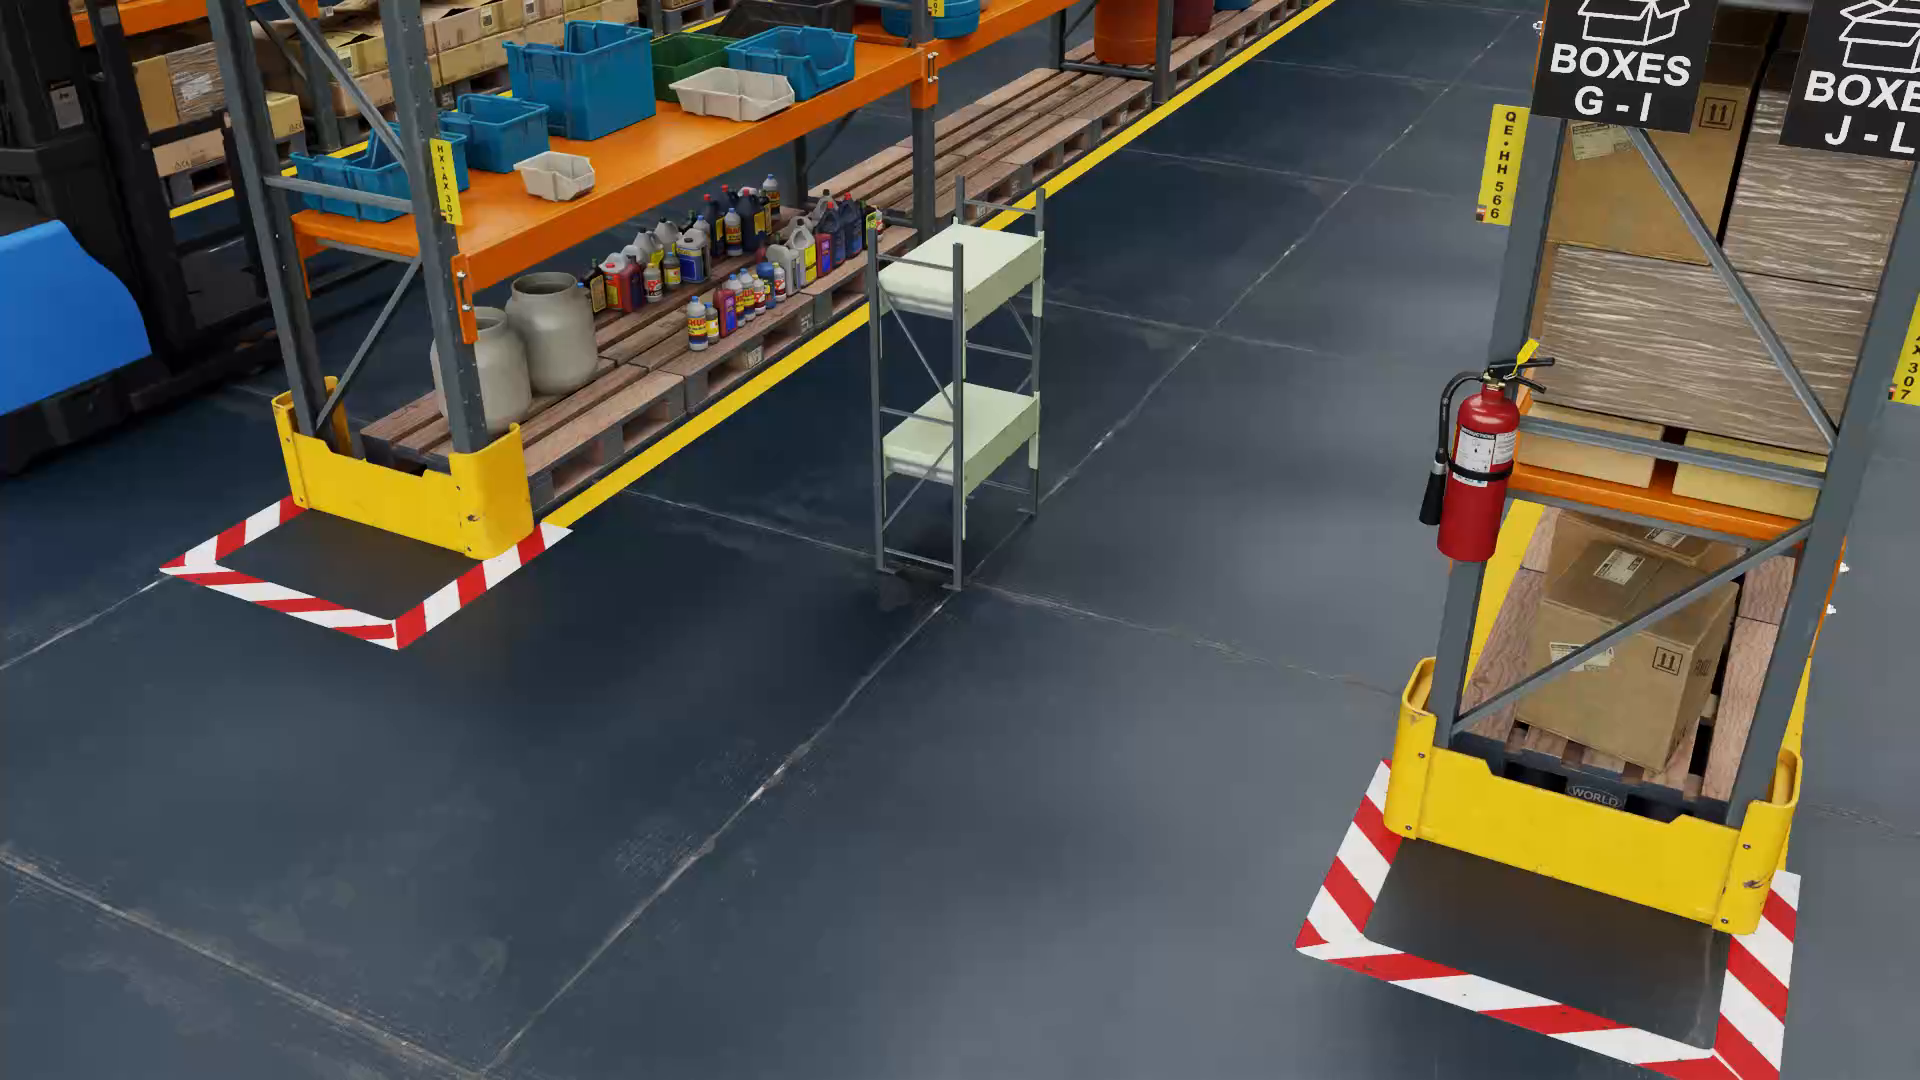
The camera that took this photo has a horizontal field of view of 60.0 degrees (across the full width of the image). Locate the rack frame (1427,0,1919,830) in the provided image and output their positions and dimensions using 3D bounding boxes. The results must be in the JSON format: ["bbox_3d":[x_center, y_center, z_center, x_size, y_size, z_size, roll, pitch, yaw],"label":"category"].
[{"bbox_3d":[1.965,-0.245,4.665,1.000,3.000,0.127,14,33,23],"label":"rack frame"}]

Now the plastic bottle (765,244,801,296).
[{"bbox_3d":[-0.970,-1.502,9.146,0.152,0.276,0.135,15,33,24],"label":"plastic bottle"}]

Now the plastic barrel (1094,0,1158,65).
[{"bbox_3d":[1.408,-4.377,13.618,0.600,0.830,0.708,14,33,23],"label":"plastic barrel"}]

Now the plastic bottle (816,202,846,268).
[{"bbox_3d":[-0.746,-1.748,9.501,0.144,0.351,0.185,13,32,21],"label":"plastic bottle"}]

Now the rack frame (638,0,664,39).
[{"bbox_3d":[-3.207,-6.041,14.757,1.000,3.000,0.127,14,33,23],"label":"rack frame"}]

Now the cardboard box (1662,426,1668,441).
[{"bbox_3d":[2.026,-0.420,5.222,0.380,0.149,0.250,14,33,23],"label":"cardboard box"}]

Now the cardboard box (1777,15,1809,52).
[{"bbox_3d":[2.693,-1.253,5.017,0.500,0.500,0.500,14,33,23],"label":"cardboard box"}]

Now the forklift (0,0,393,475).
[{"bbox_3d":[-4.226,-2.244,8.214,1.130,2.935,3.031,15,33,25],"label":"forklift"}]

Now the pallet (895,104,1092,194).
[{"bbox_3d":[0.256,-2.833,11.971,1.003,0.211,1.213,14,33,23],"label":"pallet"}]

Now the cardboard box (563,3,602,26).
[{"bbox_3d":[-3.461,-4.513,14.436,0.500,0.250,0.500,14,33,23],"label":"cardboard box"}]

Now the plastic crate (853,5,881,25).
[{"bbox_3d":[-0.673,-3.454,10.188,0.402,0.464,0.583,14,33,23],"label":"plastic crate"}]

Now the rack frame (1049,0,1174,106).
[{"bbox_3d":[1.201,-4.915,12.798,1.000,3.000,0.127,14,33,23],"label":"rack frame"}]

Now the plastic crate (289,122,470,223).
[{"bbox_3d":[-2.482,-1.594,7.163,0.499,0.251,0.616,14,33,23],"label":"plastic crate"}]

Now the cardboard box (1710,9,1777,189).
[{"bbox_3d":[2.219,-1.374,5.228,0.500,0.500,0.500,14,33,23],"label":"cardboard box"}]

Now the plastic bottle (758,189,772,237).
[{"bbox_3d":[-1.185,-1.940,9.902,0.061,0.283,0.133,14,33,23],"label":"plastic bottle"}]

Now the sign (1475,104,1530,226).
[{"bbox_3d":[1.480,-1.019,4.533,0.100,0.325,0.005,14,33,23],"label":"sign"}]

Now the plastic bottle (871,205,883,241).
[{"bbox_3d":[-0.509,-1.888,9.894,0.097,0.201,0.097,0,30,0],"label":"plastic bottle"}]

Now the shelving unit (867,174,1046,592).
[{"bbox_3d":[-0.003,-0.647,6.871,0.431,1.500,0.755,14,33,23],"label":"shelving unit"}]

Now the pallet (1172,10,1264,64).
[{"bbox_3d":[2.080,-4.604,15.055,1.003,0.211,1.213,14,33,23],"label":"pallet"}]

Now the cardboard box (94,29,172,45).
[{"bbox_3d":[-5.740,-3.225,11.439,0.500,0.500,0.500,14,33,23],"label":"cardboard box"}]

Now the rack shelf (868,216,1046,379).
[{"bbox_3d":[-0.003,-0.986,6.677,0.431,0.370,0.720,14,33,23],"label":"rack shelf"}]

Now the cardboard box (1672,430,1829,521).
[{"bbox_3d":[2.308,-0.209,4.854,0.380,0.149,0.250,14,33,23],"label":"cardboard box"}]

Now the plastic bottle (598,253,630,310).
[{"bbox_3d":[-1.858,-1.398,8.965,0.152,0.276,0.135,15,33,24],"label":"plastic bottle"}]

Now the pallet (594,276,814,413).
[{"bbox_3d":[-1.519,-1.102,8.957,1.003,0.211,1.213,14,33,23],"label":"pallet"}]

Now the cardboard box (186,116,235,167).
[{"bbox_3d":[-5.283,-2.783,11.423,0.500,0.250,0.500,14,33,23],"label":"cardboard box"}]

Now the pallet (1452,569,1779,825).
[{"bbox_3d":[2.402,0.578,6.031,1.003,0.211,1.213,14,33,23],"label":"pallet"}]

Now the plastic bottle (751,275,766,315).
[{"bbox_3d":[-1.094,-1.320,8.904,0.097,0.201,0.097,0,30,0],"label":"plastic bottle"}]

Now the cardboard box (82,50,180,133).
[{"bbox_3d":[-5.509,-2.886,10.850,0.500,0.500,0.500,14,33,23],"label":"cardboard box"}]

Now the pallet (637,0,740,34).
[{"bbox_3d":[-2.833,-5.154,16.013,1.003,0.211,1.213,14,33,23],"label":"pallet"}]

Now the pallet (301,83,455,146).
[{"bbox_3d":[-4.728,-3.394,12.948,1.003,0.211,1.213,14,33,23],"label":"pallet"}]

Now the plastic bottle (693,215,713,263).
[{"bbox_3d":[-1.478,-1.729,9.546,0.097,0.271,0.097,0,30,0],"label":"plastic bottle"}]

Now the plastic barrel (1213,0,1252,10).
[{"bbox_3d":[2.437,-5.410,15.344,0.600,0.901,0.708,14,33,23],"label":"plastic barrel"}]

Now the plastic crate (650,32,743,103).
[{"bbox_3d":[-1.491,-2.513,8.826,0.450,0.188,0.662,14,33,23],"label":"plastic crate"}]

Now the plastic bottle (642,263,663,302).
[{"bbox_3d":[-1.675,-1.407,9.056,0.097,0.201,0.097,0,30,0],"label":"plastic bottle"}]

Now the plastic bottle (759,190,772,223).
[{"bbox_3d":[-1.203,-2.033,10.146,0.097,0.201,0.097,0,30,0],"label":"plastic bottle"}]

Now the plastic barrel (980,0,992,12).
[{"bbox_3d":[0.009,-3.576,10.328,0.433,0.535,0.433,0,30,0],"label":"plastic barrel"}]

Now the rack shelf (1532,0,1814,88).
[{"bbox_3d":[2.877,-2.121,5.641,1.077,0.370,4.000,14,33,23],"label":"rack shelf"}]

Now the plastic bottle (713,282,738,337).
[{"bbox_3d":[-1.221,-1.211,8.633,0.061,0.283,0.133,15,33,24],"label":"plastic bottle"}]

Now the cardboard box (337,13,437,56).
[{"bbox_3d":[-4.387,-3.848,12.715,0.500,0.311,0.500,14,33,23],"label":"cardboard box"}]

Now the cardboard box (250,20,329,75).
[{"bbox_3d":[-5.100,-3.745,12.536,0.500,0.311,0.500,14,33,23],"label":"cardboard box"}]

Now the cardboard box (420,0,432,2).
[{"bbox_3d":[-4.407,-4.420,13.711,0.500,0.311,0.500,14,33,23],"label":"cardboard box"}]

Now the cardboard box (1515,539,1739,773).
[{"bbox_3d":[2.265,0.383,5.658,0.500,0.500,0.500,21,36,32],"label":"cardboard box"}]

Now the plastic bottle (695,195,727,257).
[{"bbox_3d":[-1.445,-1.837,9.655,0.144,0.351,0.185,13,32,21],"label":"plastic bottle"}]

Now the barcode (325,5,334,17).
[{"bbox_3d":[-4.543,-3.809,11.976,0.001,0.075,0.075,14,33,23],"label":"barcode"}]

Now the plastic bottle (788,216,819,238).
[{"bbox_3d":[-0.889,-1.738,9.558,0.152,0.276,0.135,14,33,23],"label":"plastic bottle"}]

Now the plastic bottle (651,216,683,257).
[{"bbox_3d":[-1.638,-1.648,9.327,0.144,0.351,0.185,14,33,23],"label":"plastic bottle"}]

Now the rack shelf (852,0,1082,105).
[{"bbox_3d":[0.290,-3.717,11.433,1.077,0.370,4.000,14,33,23],"label":"rack shelf"}]

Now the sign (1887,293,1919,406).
[{"bbox_3d":[2.449,-0.498,4.235,0.100,0.325,0.005,14,33,23],"label":"sign"}]

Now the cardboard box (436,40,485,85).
[{"bbox_3d":[-4.158,-3.836,13.258,0.500,0.250,0.500,13,32,22],"label":"cardboard box"}]

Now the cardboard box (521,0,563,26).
[{"bbox_3d":[-3.690,-4.531,13.904,0.500,0.311,0.500,14,33,23],"label":"cardboard box"}]

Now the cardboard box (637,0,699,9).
[{"bbox_3d":[-2.745,-5.285,15.509,0.500,0.500,0.500,16,33,25],"label":"cardboard box"}]
